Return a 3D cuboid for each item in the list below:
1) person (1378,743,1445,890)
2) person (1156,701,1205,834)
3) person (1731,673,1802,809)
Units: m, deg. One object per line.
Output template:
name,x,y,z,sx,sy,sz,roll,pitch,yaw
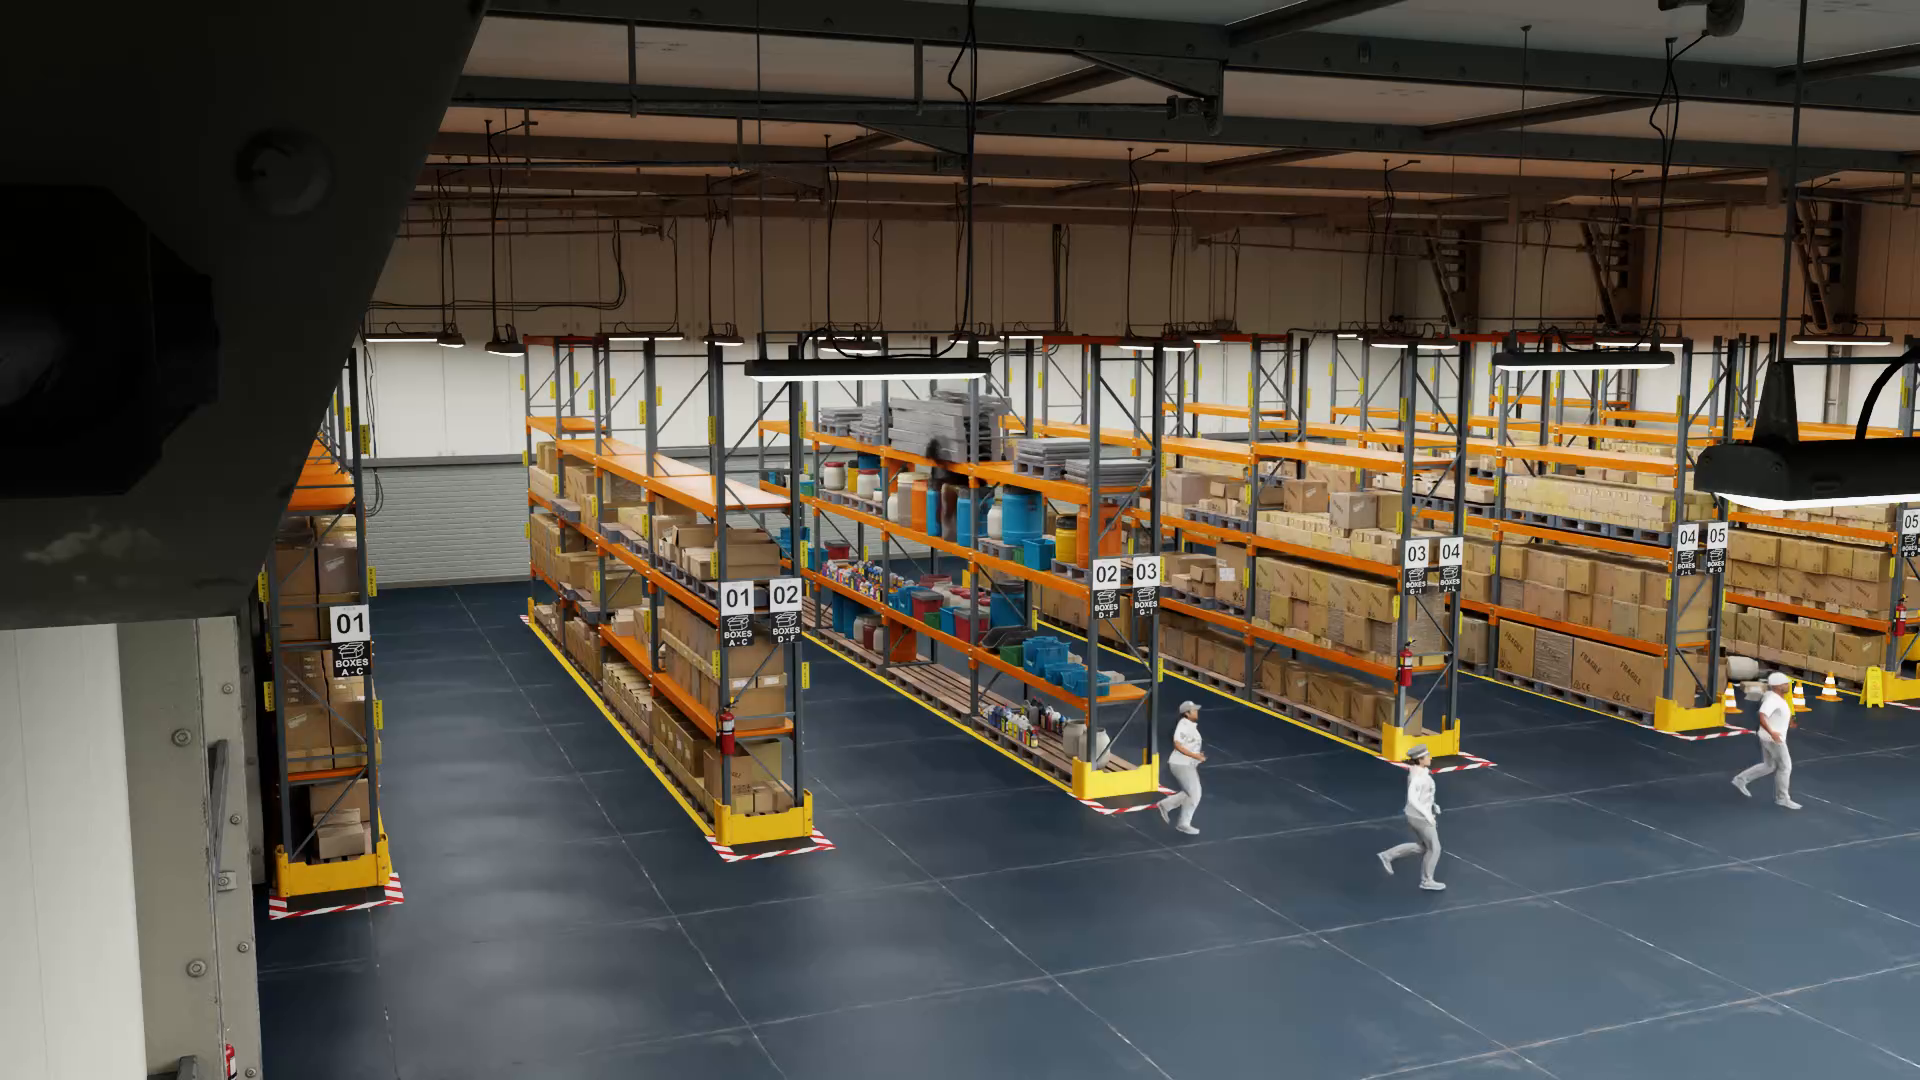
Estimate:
person,5.043,3.059,18.473,0.739,1.653,0.655,1,8,9
person,2.764,2.804,20.717,0.611,1.619,0.638,2,8,16
person,10.552,2.592,21.657,0.846,1.770,0.707,3,8,18
